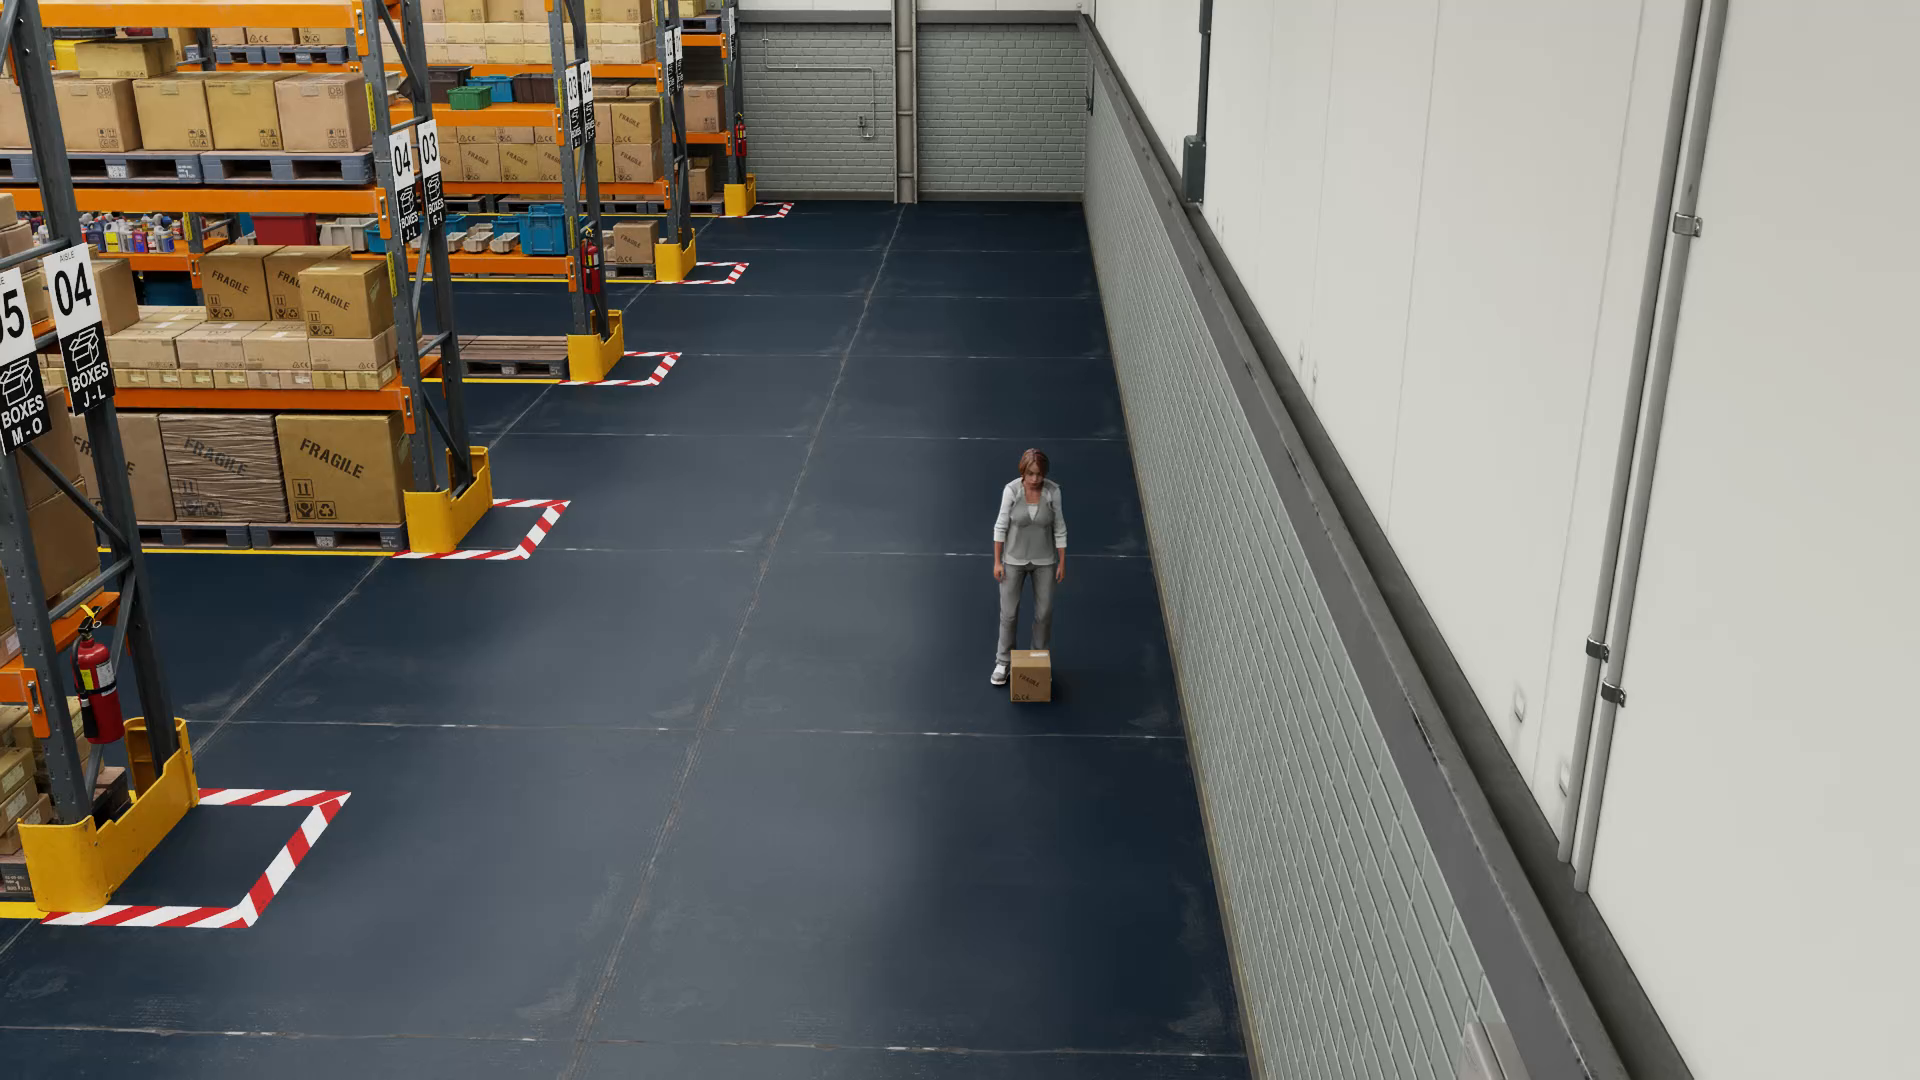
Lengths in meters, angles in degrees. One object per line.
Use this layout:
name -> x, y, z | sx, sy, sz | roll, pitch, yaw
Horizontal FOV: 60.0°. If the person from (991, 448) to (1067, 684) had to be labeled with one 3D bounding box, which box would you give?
person -> 0.444, 0.160, 10.682 | 0.480, 1.593, 0.345 | 0, 21, 0
